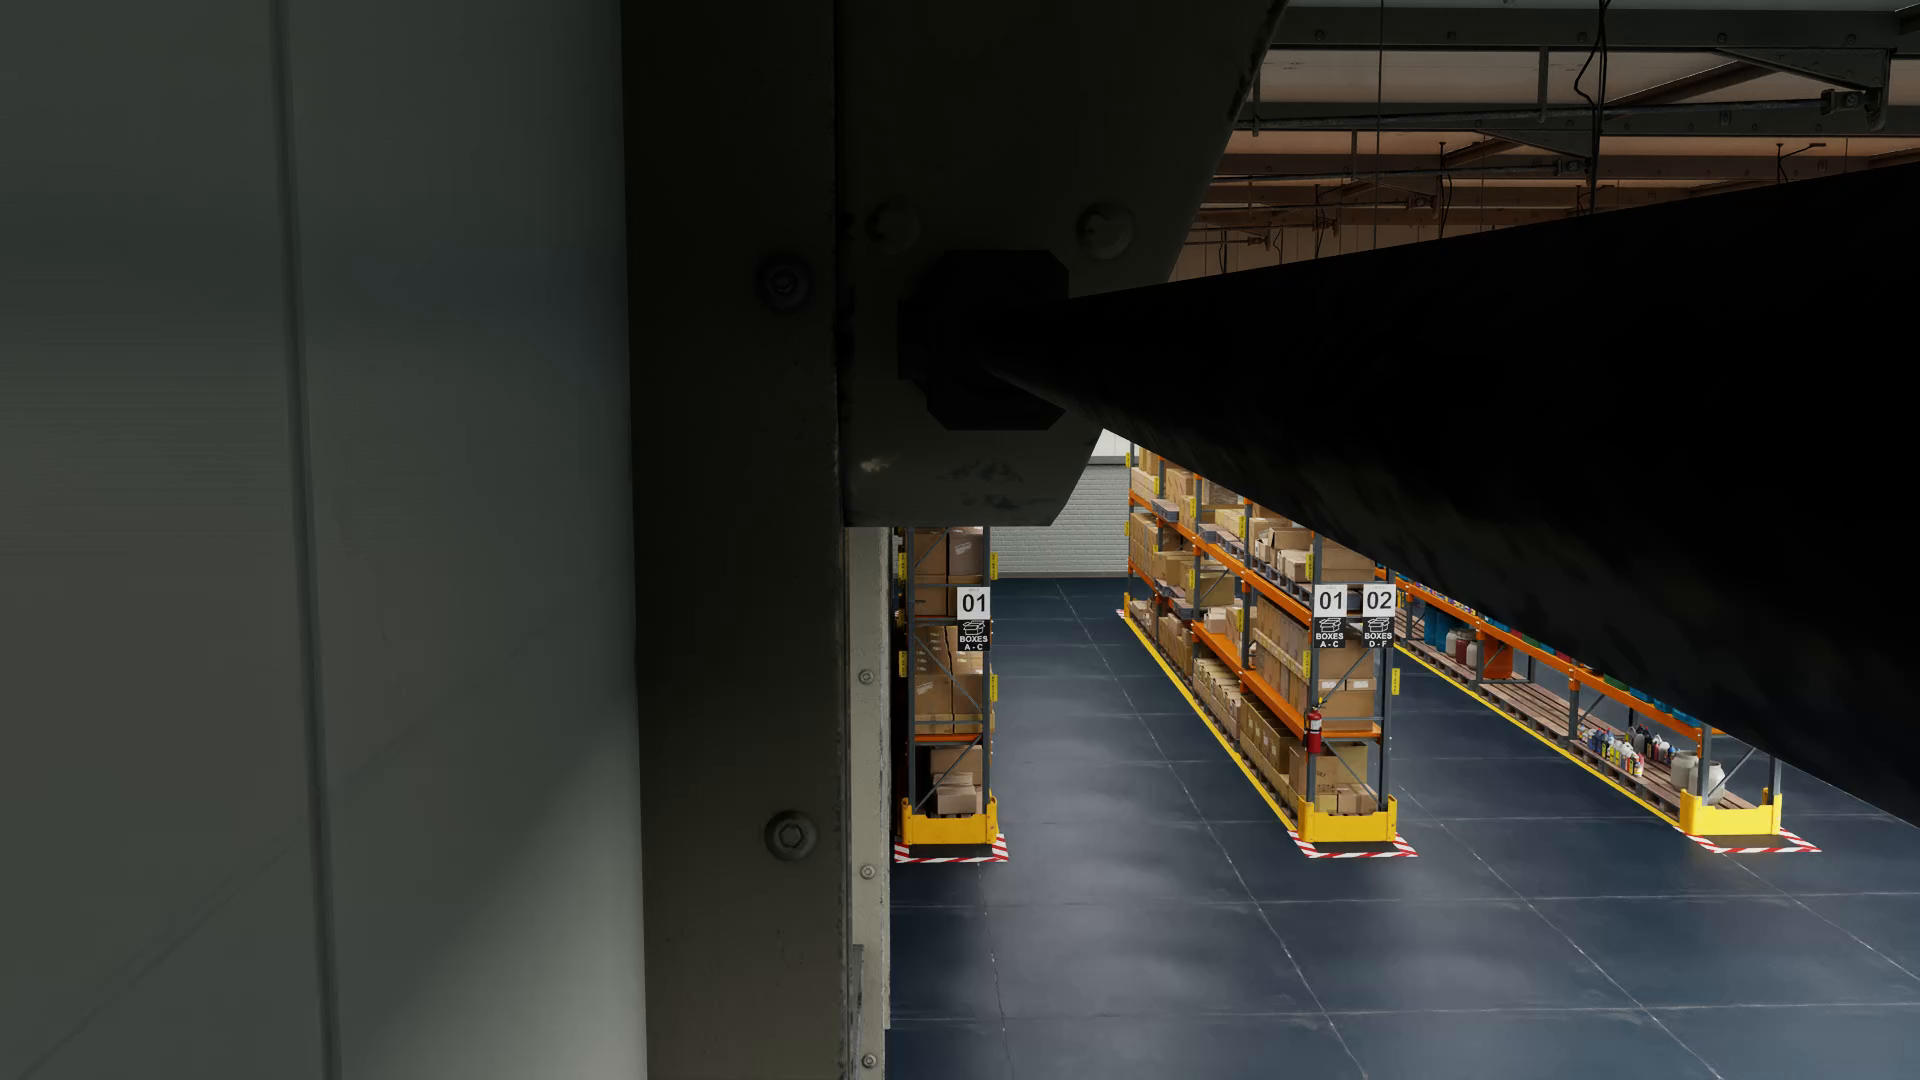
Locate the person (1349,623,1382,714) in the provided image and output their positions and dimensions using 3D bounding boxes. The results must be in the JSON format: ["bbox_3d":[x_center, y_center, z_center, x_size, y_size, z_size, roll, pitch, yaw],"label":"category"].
[{"bbox_3d":[6.761,1.912,27.679,0.738,1.845,0.892,-1,7,-6],"label":"person"}]

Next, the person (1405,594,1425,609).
[{"bbox_3d":[10.205,0.768,37.342,0.528,1.586,0.663,4,8,29],"label":"person"}]
